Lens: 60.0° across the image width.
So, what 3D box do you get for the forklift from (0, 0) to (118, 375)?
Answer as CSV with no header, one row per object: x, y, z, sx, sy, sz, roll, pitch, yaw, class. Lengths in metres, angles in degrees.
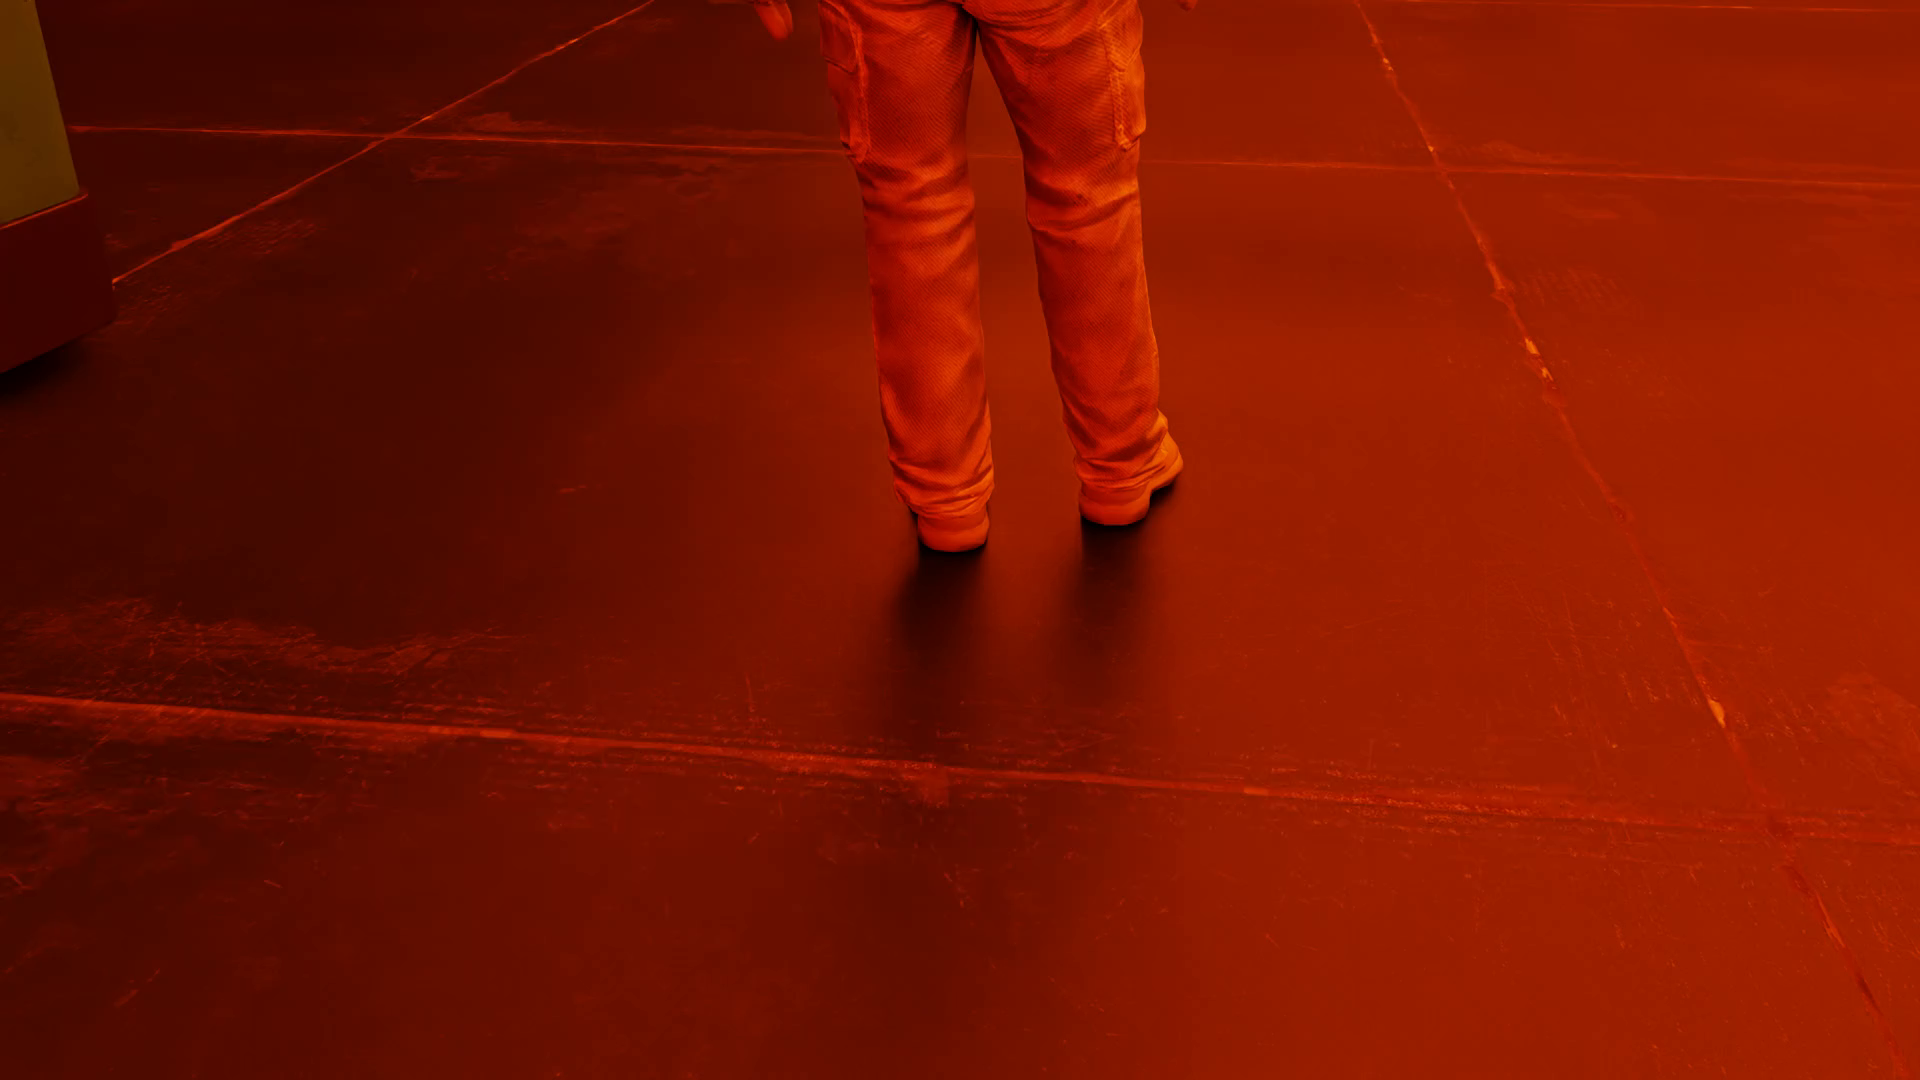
-3.191,-1.630,2.484,3.031,2.935,1.130,6,27,12,forklift

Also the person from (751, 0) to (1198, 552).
0.018,-0.835,2.161,0.656,1.781,0.577,3,27,7,person
